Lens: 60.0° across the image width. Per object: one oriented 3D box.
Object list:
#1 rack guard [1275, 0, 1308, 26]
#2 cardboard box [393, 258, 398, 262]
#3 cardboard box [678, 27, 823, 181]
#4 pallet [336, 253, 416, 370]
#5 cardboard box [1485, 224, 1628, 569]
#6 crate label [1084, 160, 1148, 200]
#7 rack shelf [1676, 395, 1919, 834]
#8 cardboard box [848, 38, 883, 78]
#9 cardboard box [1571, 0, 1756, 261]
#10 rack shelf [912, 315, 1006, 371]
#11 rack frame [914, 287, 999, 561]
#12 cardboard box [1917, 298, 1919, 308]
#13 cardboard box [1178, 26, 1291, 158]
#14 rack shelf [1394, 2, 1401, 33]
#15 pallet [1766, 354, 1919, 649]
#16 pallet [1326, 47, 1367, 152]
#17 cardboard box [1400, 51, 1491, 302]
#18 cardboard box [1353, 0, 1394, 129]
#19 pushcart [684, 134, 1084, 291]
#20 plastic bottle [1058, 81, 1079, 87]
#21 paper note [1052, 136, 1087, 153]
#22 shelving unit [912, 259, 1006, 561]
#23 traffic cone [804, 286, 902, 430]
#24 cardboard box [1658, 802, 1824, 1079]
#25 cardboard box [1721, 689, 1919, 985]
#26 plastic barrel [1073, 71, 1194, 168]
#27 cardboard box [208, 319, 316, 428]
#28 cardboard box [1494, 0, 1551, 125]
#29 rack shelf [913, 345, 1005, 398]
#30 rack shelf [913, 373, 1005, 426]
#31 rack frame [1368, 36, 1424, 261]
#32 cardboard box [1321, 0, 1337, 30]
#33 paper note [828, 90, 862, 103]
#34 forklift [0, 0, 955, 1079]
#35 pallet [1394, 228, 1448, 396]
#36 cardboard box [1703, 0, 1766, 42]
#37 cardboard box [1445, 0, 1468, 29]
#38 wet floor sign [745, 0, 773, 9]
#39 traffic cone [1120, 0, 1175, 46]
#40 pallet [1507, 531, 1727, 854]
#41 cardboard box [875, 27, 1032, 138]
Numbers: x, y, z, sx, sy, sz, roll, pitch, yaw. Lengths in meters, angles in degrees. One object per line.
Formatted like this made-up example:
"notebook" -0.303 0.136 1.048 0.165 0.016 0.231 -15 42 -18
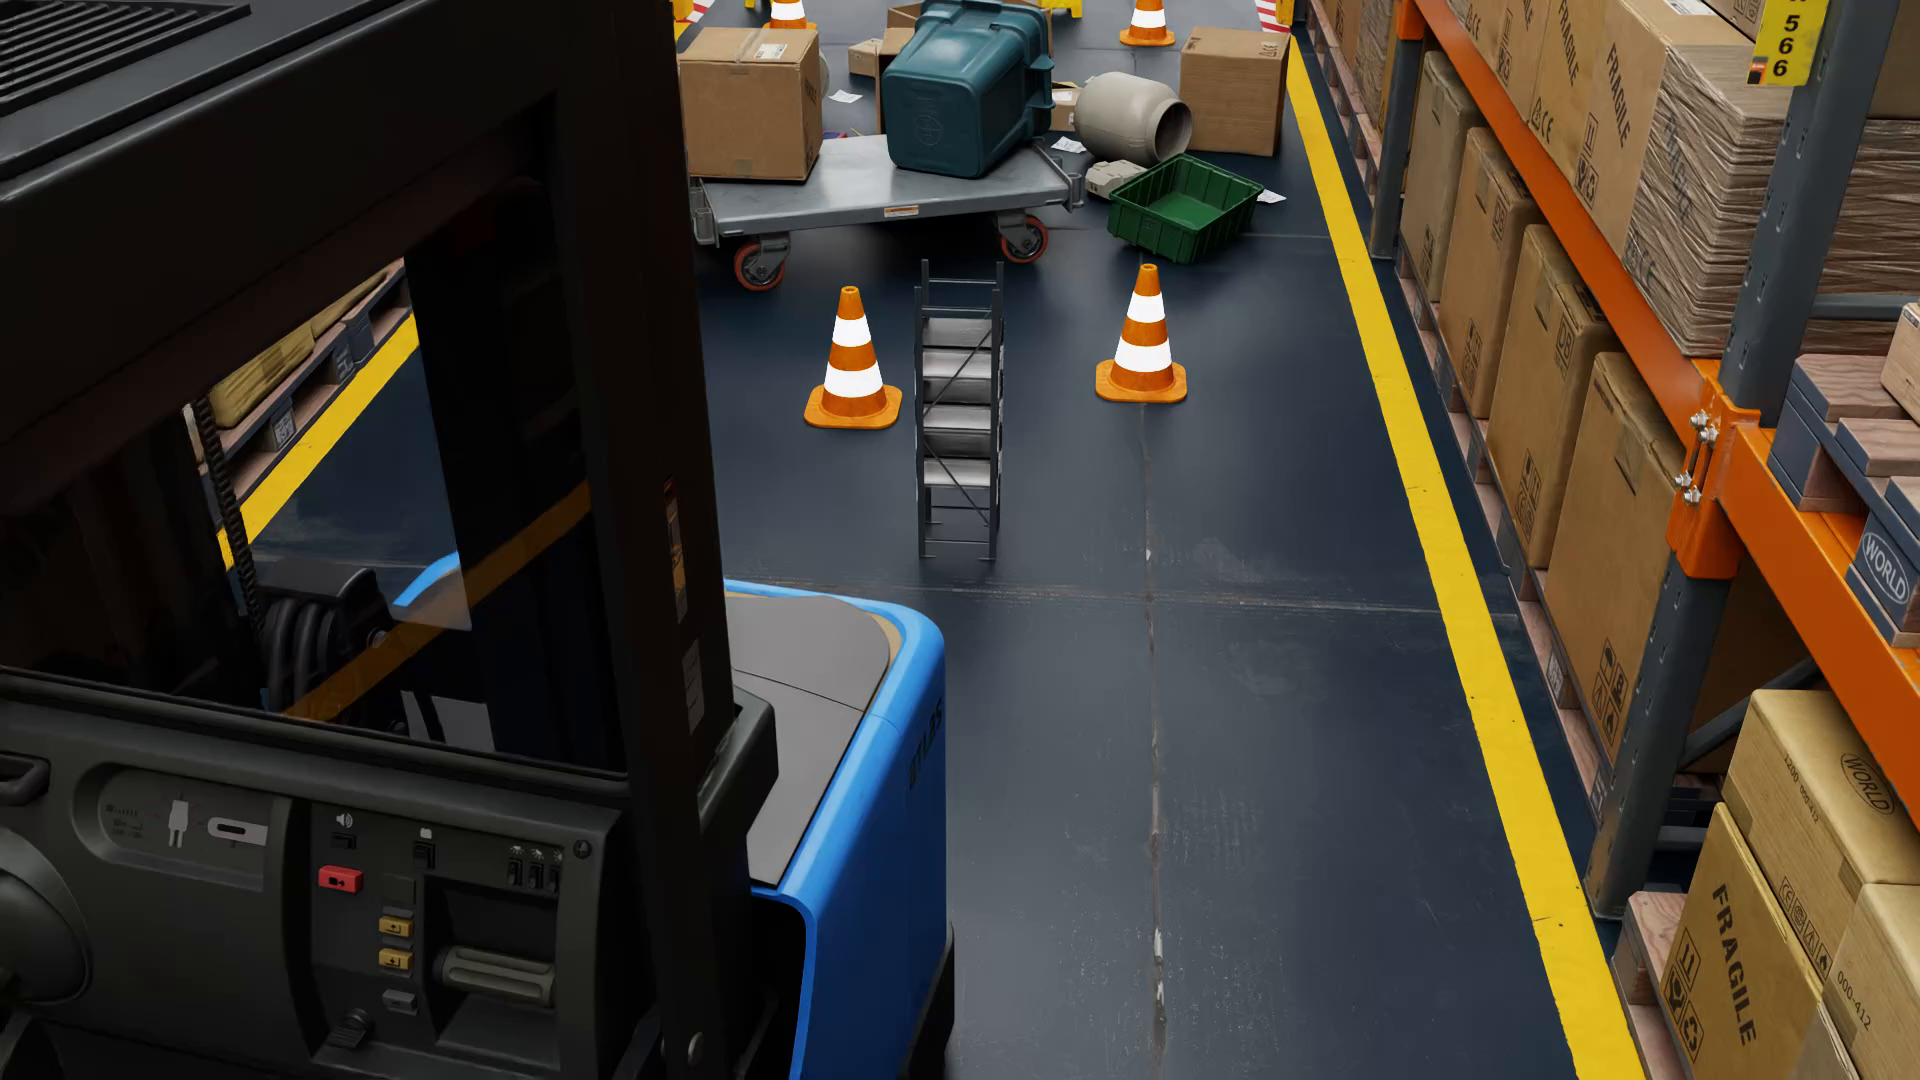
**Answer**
"rack guard" 2.617 -3.542 10.520 1.175 0.500 0.348 2 32 4
"cardboard box" -2.693 -1.446 6.842 0.950 0.372 0.625 3 32 5
"cardboard box" -0.876 -1.858 7.067 0.500 0.500 0.500 2 32 4
"pallet" -2.715 -1.066 6.778 1.003 0.211 1.213 2 32 4
"cardboard box" 2.170 -0.403 4.789 1.050 0.750 0.750 3 32 5
"crate label" 0.746 -1.701 7.880 0.298 0.136 0.250 -20 37 -29
"rack shelf" 1.800 0.942 1.548 1.077 0.370 4.000 2 32 4
"cardboard box" -0.421 -2.767 9.598 0.380 0.149 0.250 20 37 29
"cardboard box" 1.774 -0.960 3.854 0.500 0.500 0.500 2 32 4
"rack shelf" -0.001 -0.580 4.883 0.258 0.077 0.200 2 32 4
"rack frame" -0.009 -0.326 4.921 0.240 0.900 0.006 2 32 4
"cardboard box" 1.724 -0.364 2.538 0.380 0.149 0.250 4 32 6
"cardboard box" 1.392 -2.294 8.494 0.500 0.500 0.500 8 32 12
"rack shelf" 2.452 -3.241 8.336 1.077 0.370 4.000 2 32 4
"pallet" 2.011 0.049 2.494 1.213 0.211 1.003 2 32 4
"pallet" 2.526 -2.348 8.859 1.003 0.211 1.213 2 32 4
"cardboard box" 2.328 -1.394 6.397 1.050 0.750 0.750 2 32 4
"cardboard box" 2.479 -2.573 8.191 0.875 0.875 0.875 3 32 4
"pushcart" -0.376 -1.473 7.280 1.648 0.377 0.936 -8 33 -13
"plastic bottle" 0.610 -2.463 9.188 0.133 0.061 0.283 -8 33 -13
"paper note" 0.576 -2.023 8.510 0.172 0.023 0.155 14 34 21
"shelving unit" -0.001 -0.379 5.007 0.258 0.900 0.210 2 32 4
"traffic cone" -0.385 -0.678 5.908 0.336 0.463 0.334 2 32 4
"cardboard box" 1.651 0.834 3.019 0.500 0.500 0.500 1 32 2
"cardboard box" 1.666 0.506 2.837 0.500 0.250 0.500 1 32 2
"plastic barrel" 0.852 -2.064 8.195 0.512 0.421 0.421 27 41 37
"cardboard box" -2.803 -0.706 5.641 0.950 0.372 0.625 3 32 6
"cardboard box" 1.853 -1.490 4.713 0.500 0.500 0.500 3 32 5
"rack shelf" -0.001 -0.504 4.930 0.258 0.077 0.200 2 32 4
"rack shelf" -0.001 -0.427 4.977 0.258 0.077 0.200 2 32 4
"rack frame" 2.289 -2.502 6.450 1.000 3.000 0.127 2 32 4
"cardboard box" 2.625 -3.510 9.711 0.875 0.875 0.875 3 32 4
"paper note" -0.639 -2.466 9.233 0.148 0.019 0.142 14 34 21
"forklift" -0.877 0.474 1.687 1.130 2.935 3.031 8 32 12
"pallet" 2.301 -0.908 6.522 1.003 0.211 1.213 2 32 4
"cardboard box" 2.050 -1.377 3.577 0.700 0.500 0.500 2 32 3
"cardboard box" 1.938 -2.017 5.568 0.500 0.500 0.500 3 32 4
"wet floor sign" -1.245 -3.803 10.806 0.267 0.644 0.232 14 34 21
"traffic cone" 1.156 -3.296 10.157 0.336 0.463 0.334 2 32 4
"pallet" 2.103 0.368 4.451 1.003 0.211 1.213 2 32 4
"cardboard box" -0.015 -2.231 8.261 0.797 0.637 0.503 2 32 4
